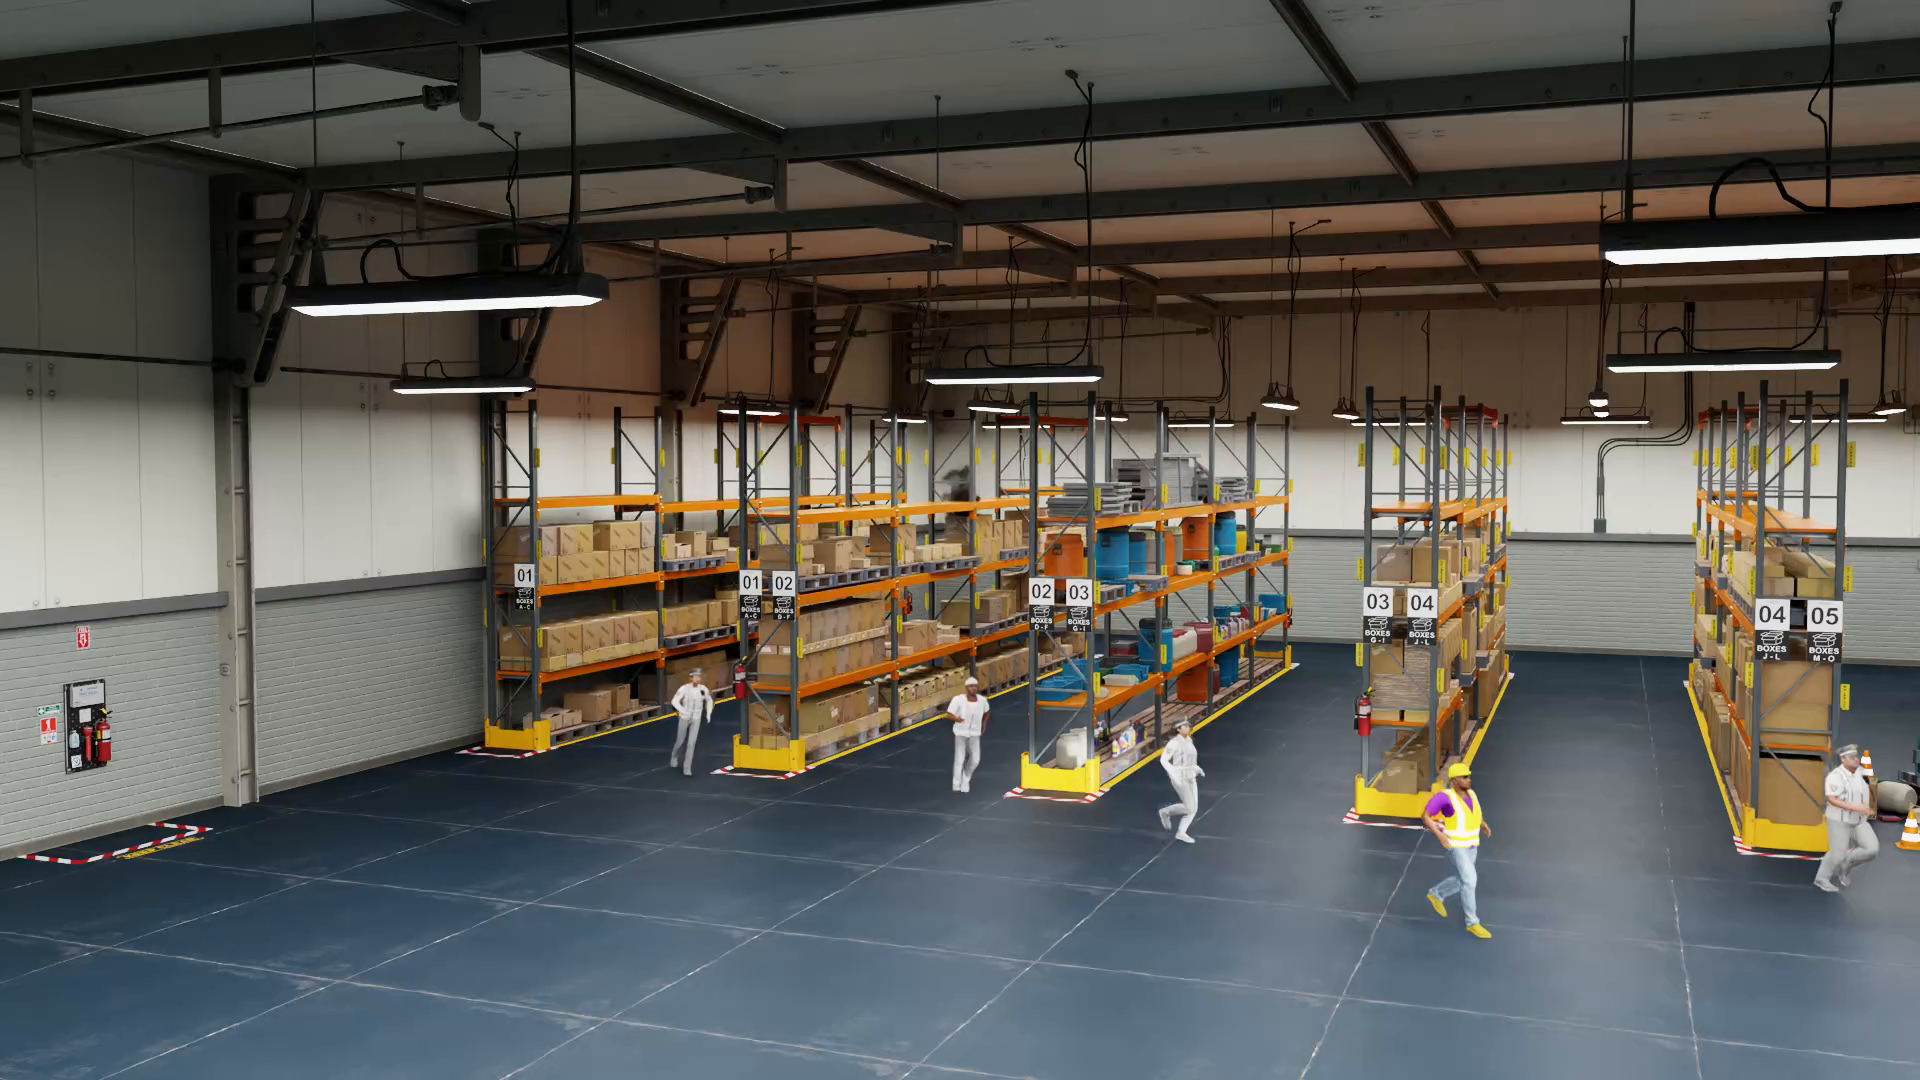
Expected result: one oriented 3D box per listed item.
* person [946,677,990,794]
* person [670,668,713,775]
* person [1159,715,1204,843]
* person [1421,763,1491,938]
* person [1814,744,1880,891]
[{"bbox_3d":[0.151,2.917,24.776,0.703,1.753,0.658,-1,3,-11],"label":"person"},{"bbox_3d":[-4.248,2.856,26.481,0.675,1.656,0.837,-1,3,-18],"label":"person"},{"bbox_3d":[2.903,3.112,21.744,0.554,1.660,0.616,3,4,43],"label":"person"},{"bbox_3d":[5.281,3.240,17.614,0.704,1.766,0.896,-2,3,-35],"label":"person"},{"bbox_3d":[10.193,3.185,19.022,0.687,1.740,0.772,-1,3,-17],"label":"person"}]
